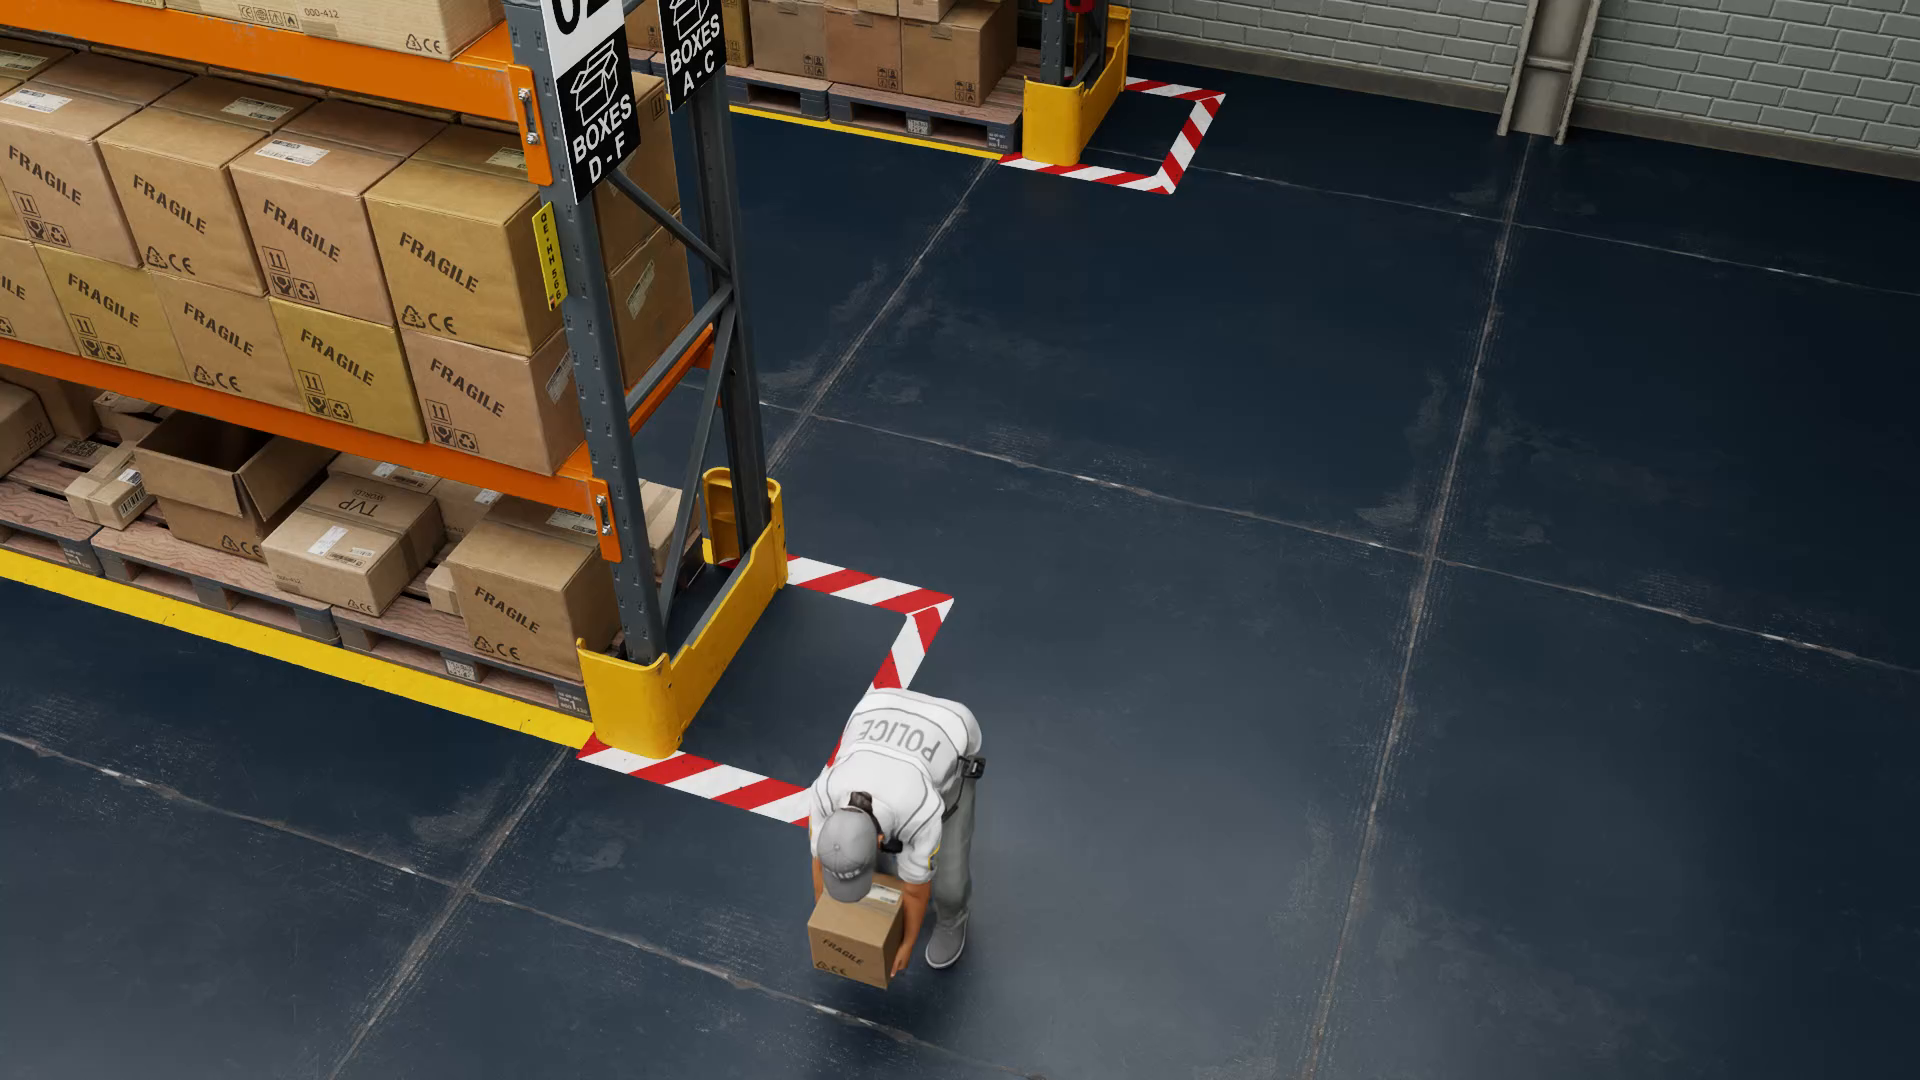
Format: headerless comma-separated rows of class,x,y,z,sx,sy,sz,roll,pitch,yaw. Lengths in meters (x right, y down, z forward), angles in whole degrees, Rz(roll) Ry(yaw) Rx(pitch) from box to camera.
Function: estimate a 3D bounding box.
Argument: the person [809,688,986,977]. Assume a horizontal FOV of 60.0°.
person,-0.226,1.021,5.366,0.484,1.201,0.908,12,43,13
